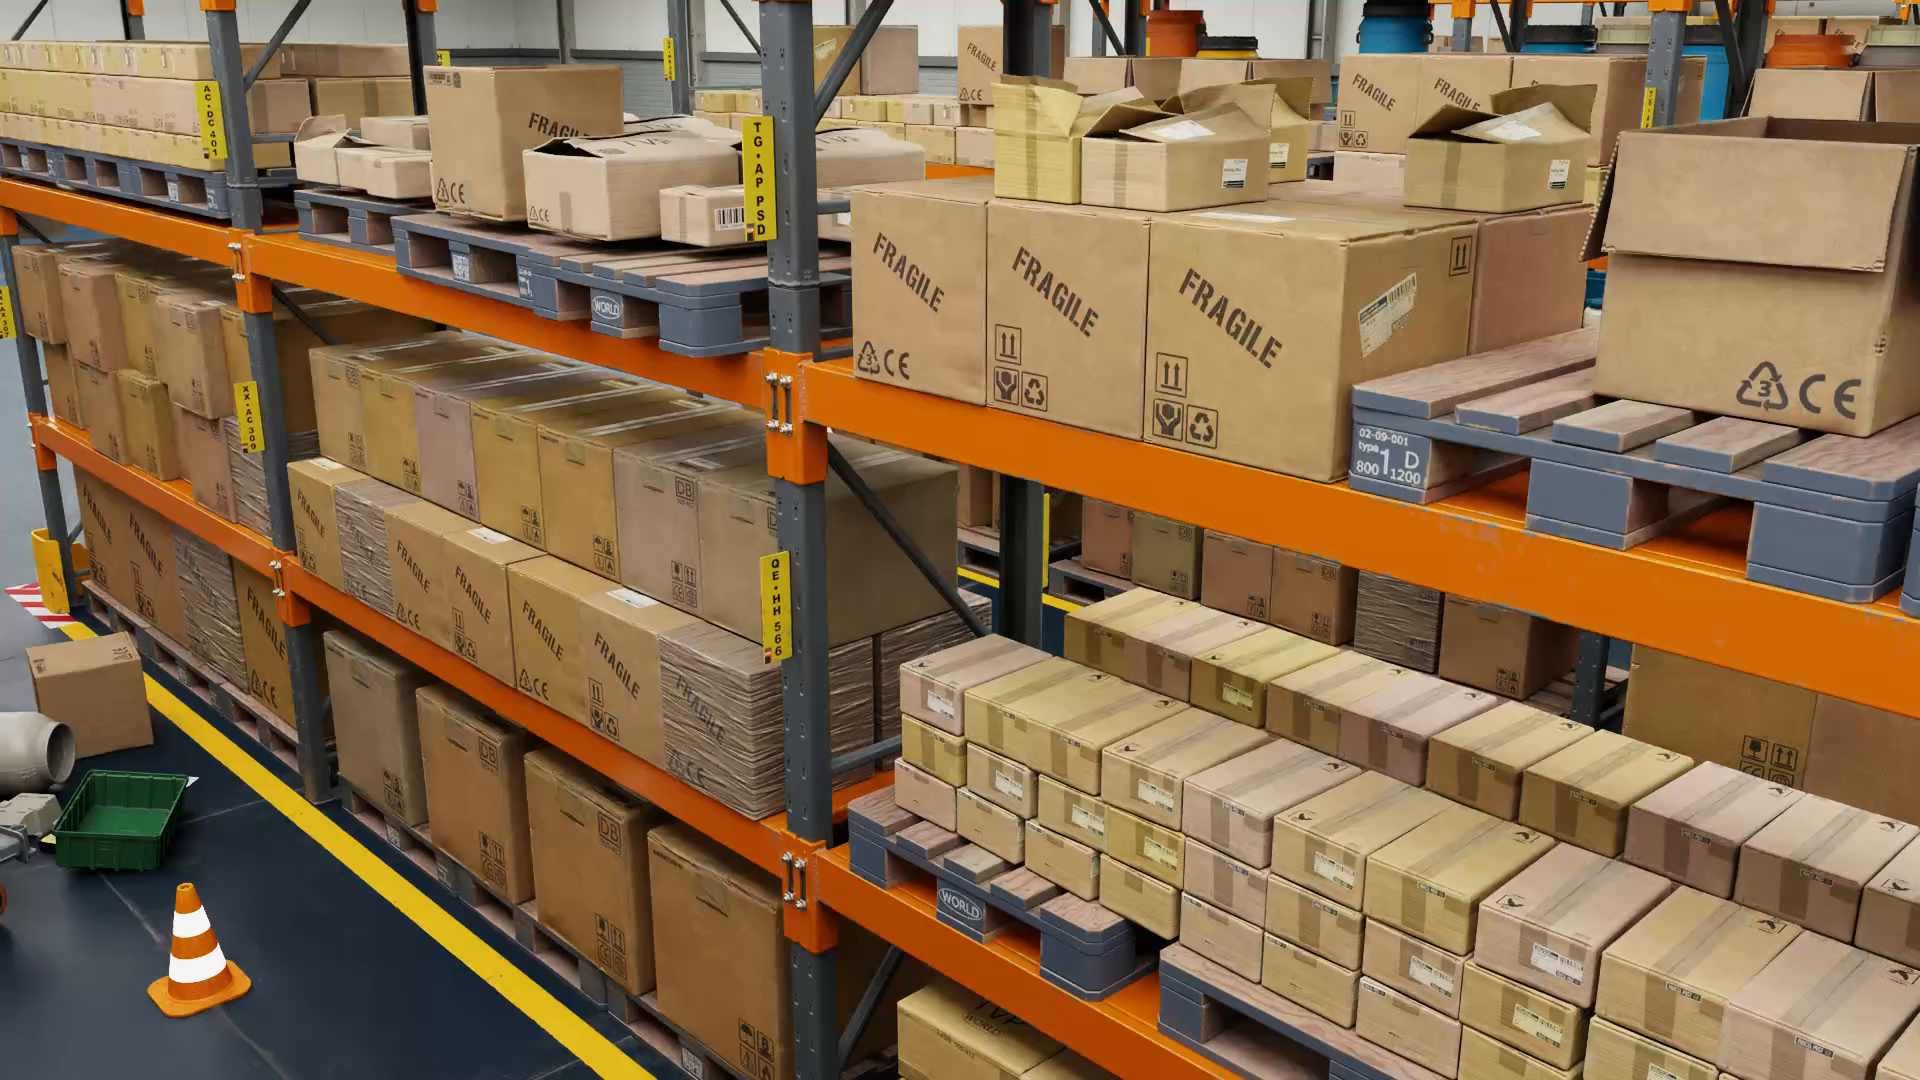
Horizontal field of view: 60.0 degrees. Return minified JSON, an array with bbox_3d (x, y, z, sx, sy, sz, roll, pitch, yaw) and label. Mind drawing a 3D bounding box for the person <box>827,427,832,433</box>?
[{"bbox_3d":[-0.943,-0.106,9.843,0.459,1.772,0.594,16,23,41],"label":"person"}]
